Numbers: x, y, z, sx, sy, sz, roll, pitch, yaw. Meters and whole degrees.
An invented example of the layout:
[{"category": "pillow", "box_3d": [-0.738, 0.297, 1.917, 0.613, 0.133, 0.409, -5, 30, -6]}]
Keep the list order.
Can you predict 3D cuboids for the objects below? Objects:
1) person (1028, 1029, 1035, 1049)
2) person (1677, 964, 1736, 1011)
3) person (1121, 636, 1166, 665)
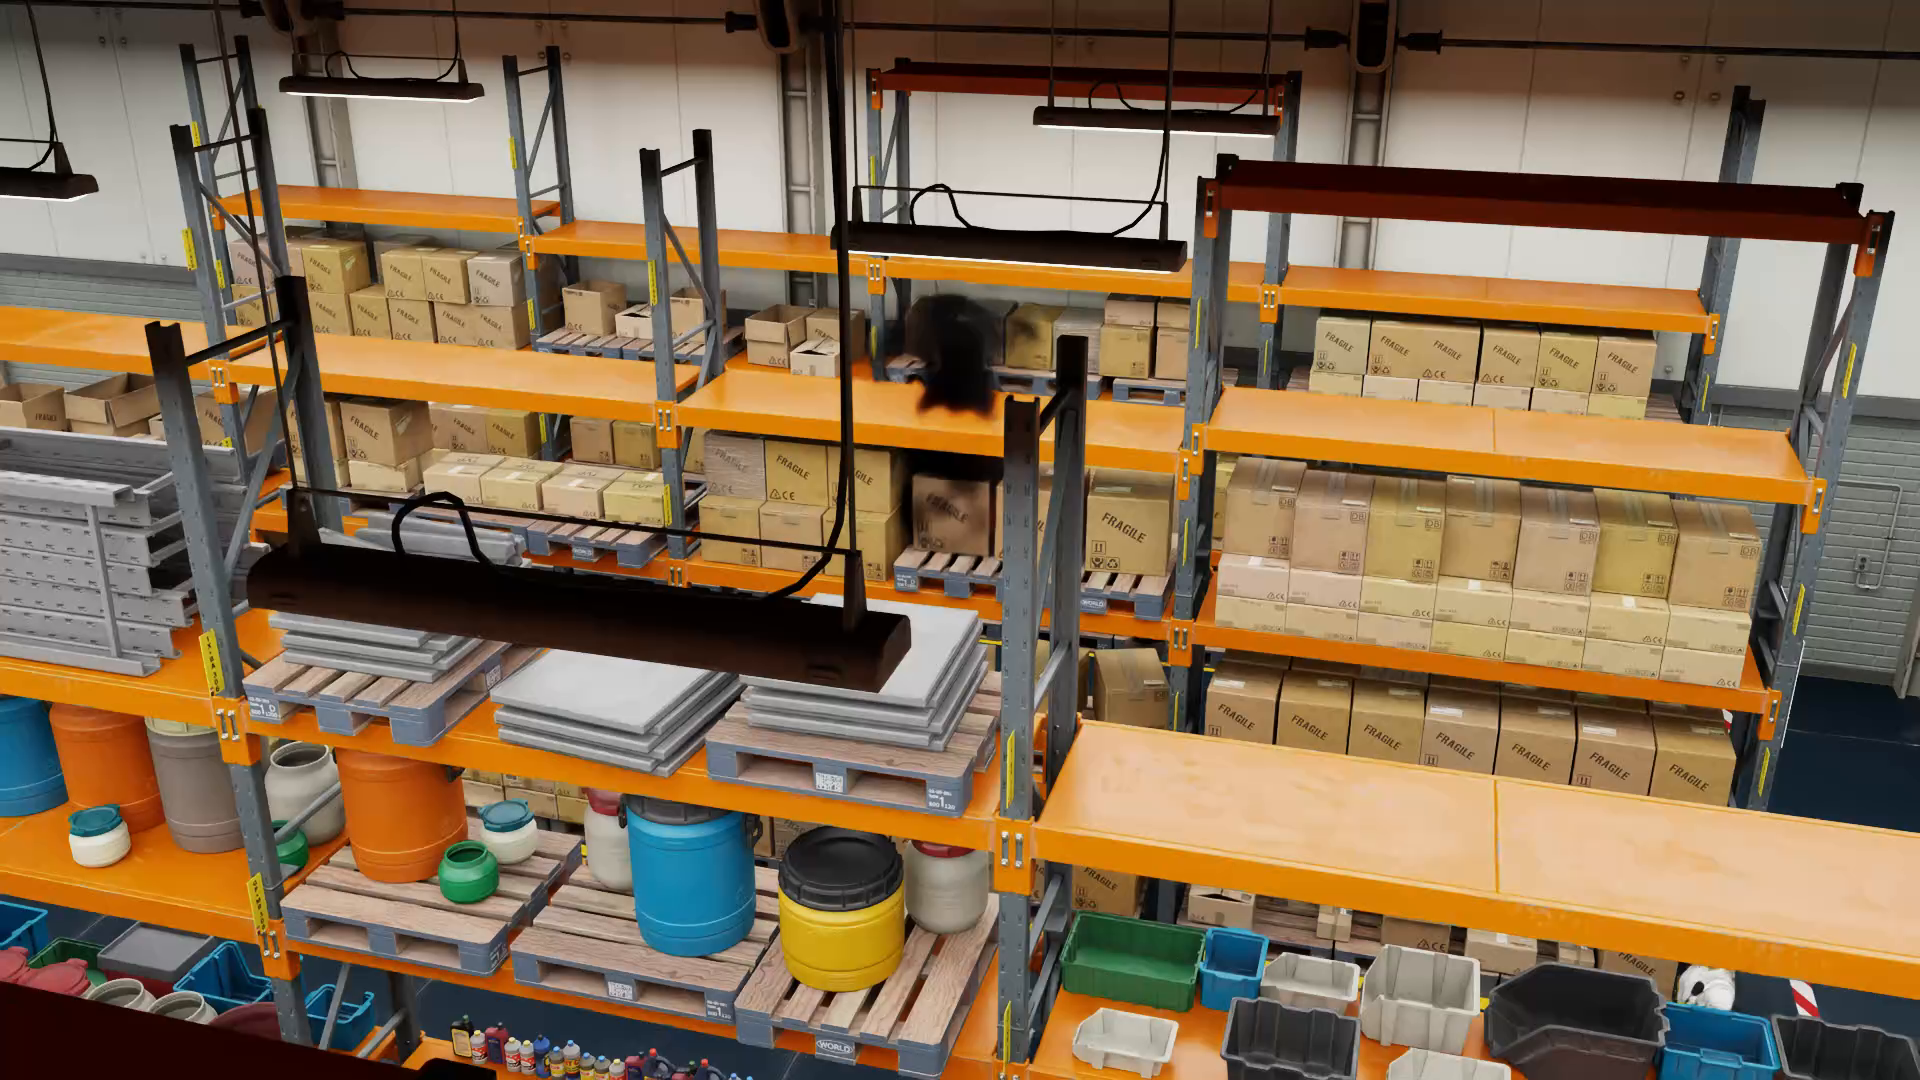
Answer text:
[{"category": "person", "box_3d": [0.181, 3.035, 11.326, 0.680, 1.666, 0.652, 0, 23, -1]}, {"category": "person", "box_3d": [4.764, 3.236, 10.790, 0.685, 1.718, 0.572, 1, 23, 2]}, {"category": "person", "box_3d": [1.825, 0.975, 16.209, 0.724, 1.748, 0.644, 2, 23, 5]}]
